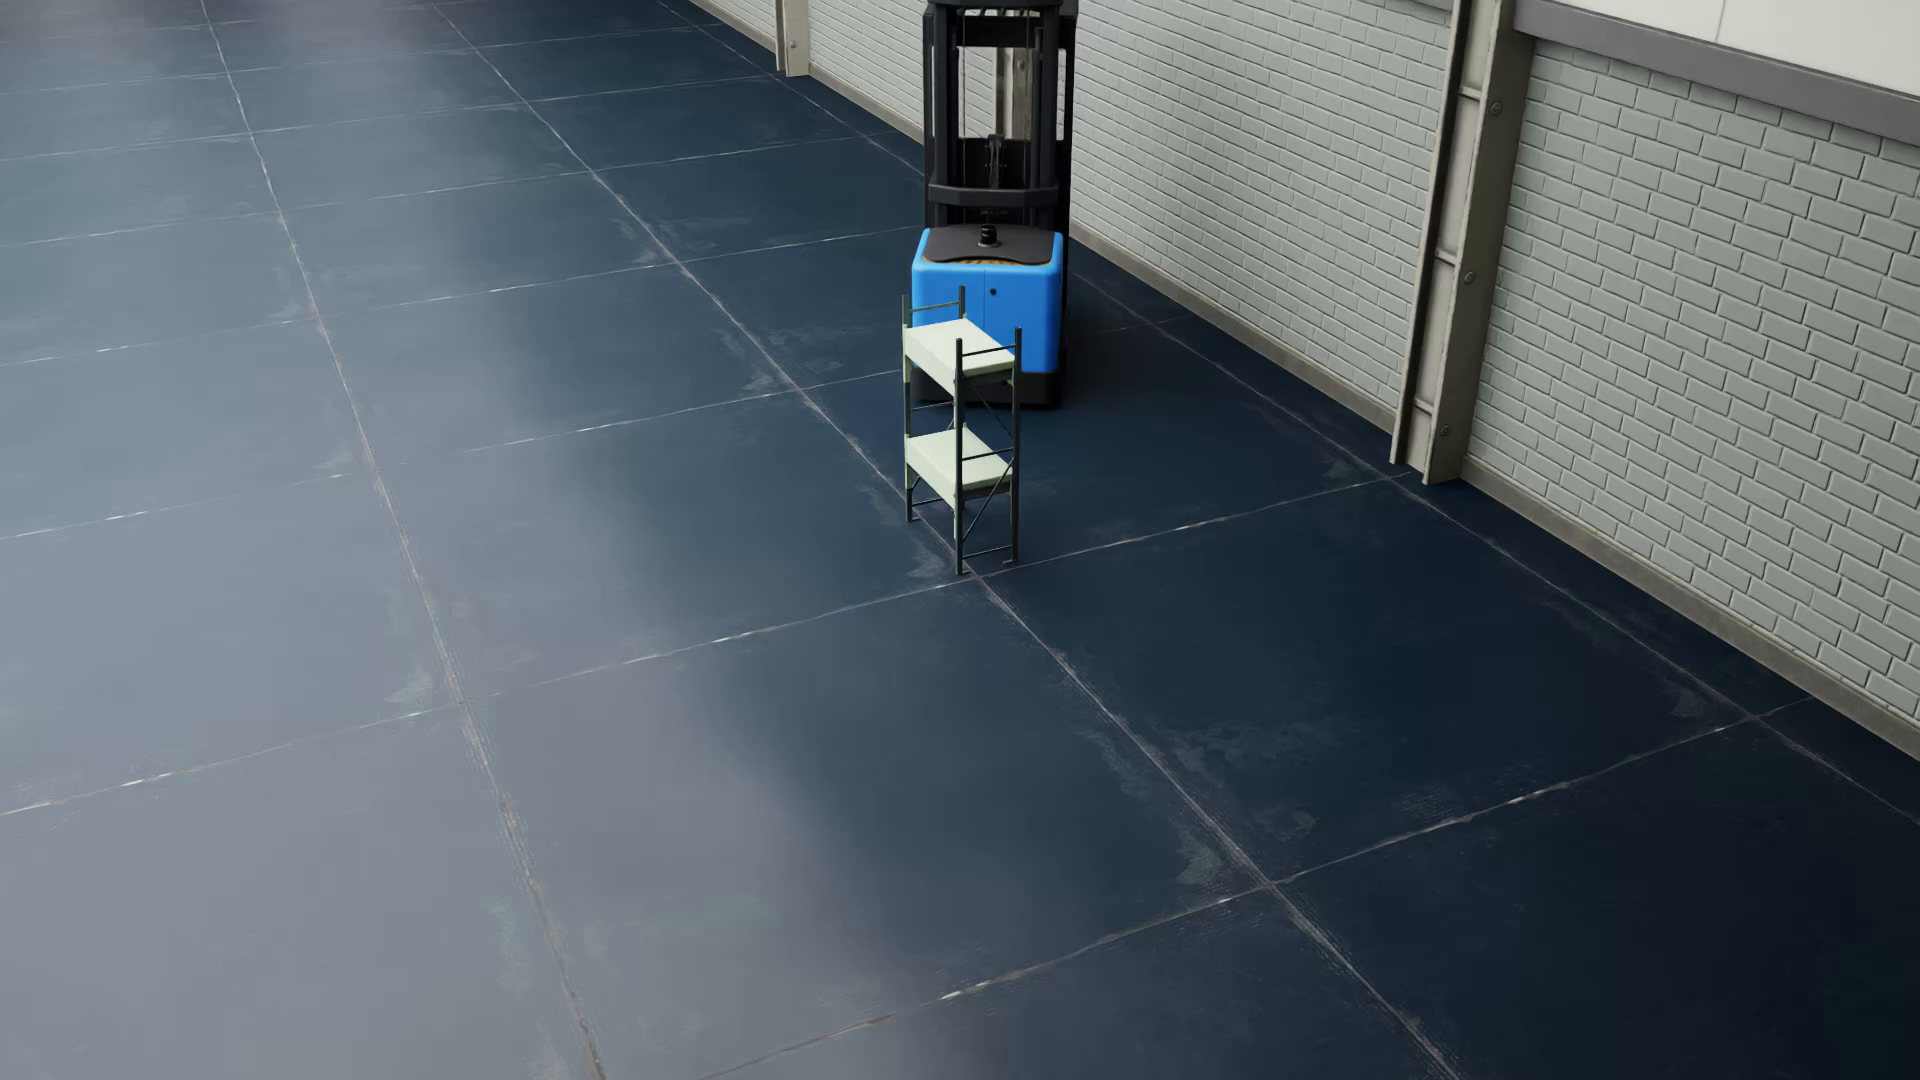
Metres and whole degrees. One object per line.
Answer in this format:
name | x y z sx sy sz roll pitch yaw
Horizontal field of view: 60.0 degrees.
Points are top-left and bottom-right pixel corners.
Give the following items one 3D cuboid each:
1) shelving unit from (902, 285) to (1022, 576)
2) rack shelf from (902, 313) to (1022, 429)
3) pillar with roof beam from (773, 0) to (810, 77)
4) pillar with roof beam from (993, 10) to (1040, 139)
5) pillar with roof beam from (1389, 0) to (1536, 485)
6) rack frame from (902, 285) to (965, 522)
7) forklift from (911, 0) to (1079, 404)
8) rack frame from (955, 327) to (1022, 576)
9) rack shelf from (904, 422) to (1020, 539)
shelving unit | 0.003 -0.651 9.851 0.431 1.500 0.755 -13 32 -22
rack shelf | 0.003 -0.992 9.660 0.431 0.370 0.720 -13 32 -22
pillar with roof beam | -5.936 -8.798 16.712 9.100 9.000 0.400 -13 32 -22
pillar with roof beam | -3.360 -6.148 11.985 9.100 9.000 0.400 -13 32 -22
pillar with roof beam | -0.785 -3.497 7.259 9.100 9.000 0.400 -13 32 -22
rack frame | -0.154 -0.813 10.139 0.400 1.500 0.023 -13 32 -22
forklift | 0.300 -2.933 12.458 1.130 2.935 3.031 2 29 4
rack frame | 0.160 -0.490 9.562 0.400 1.500 0.023 -13 32 -22
rack shelf | 0.003 -0.367 10.010 0.431 0.370 0.720 -13 32 -22
